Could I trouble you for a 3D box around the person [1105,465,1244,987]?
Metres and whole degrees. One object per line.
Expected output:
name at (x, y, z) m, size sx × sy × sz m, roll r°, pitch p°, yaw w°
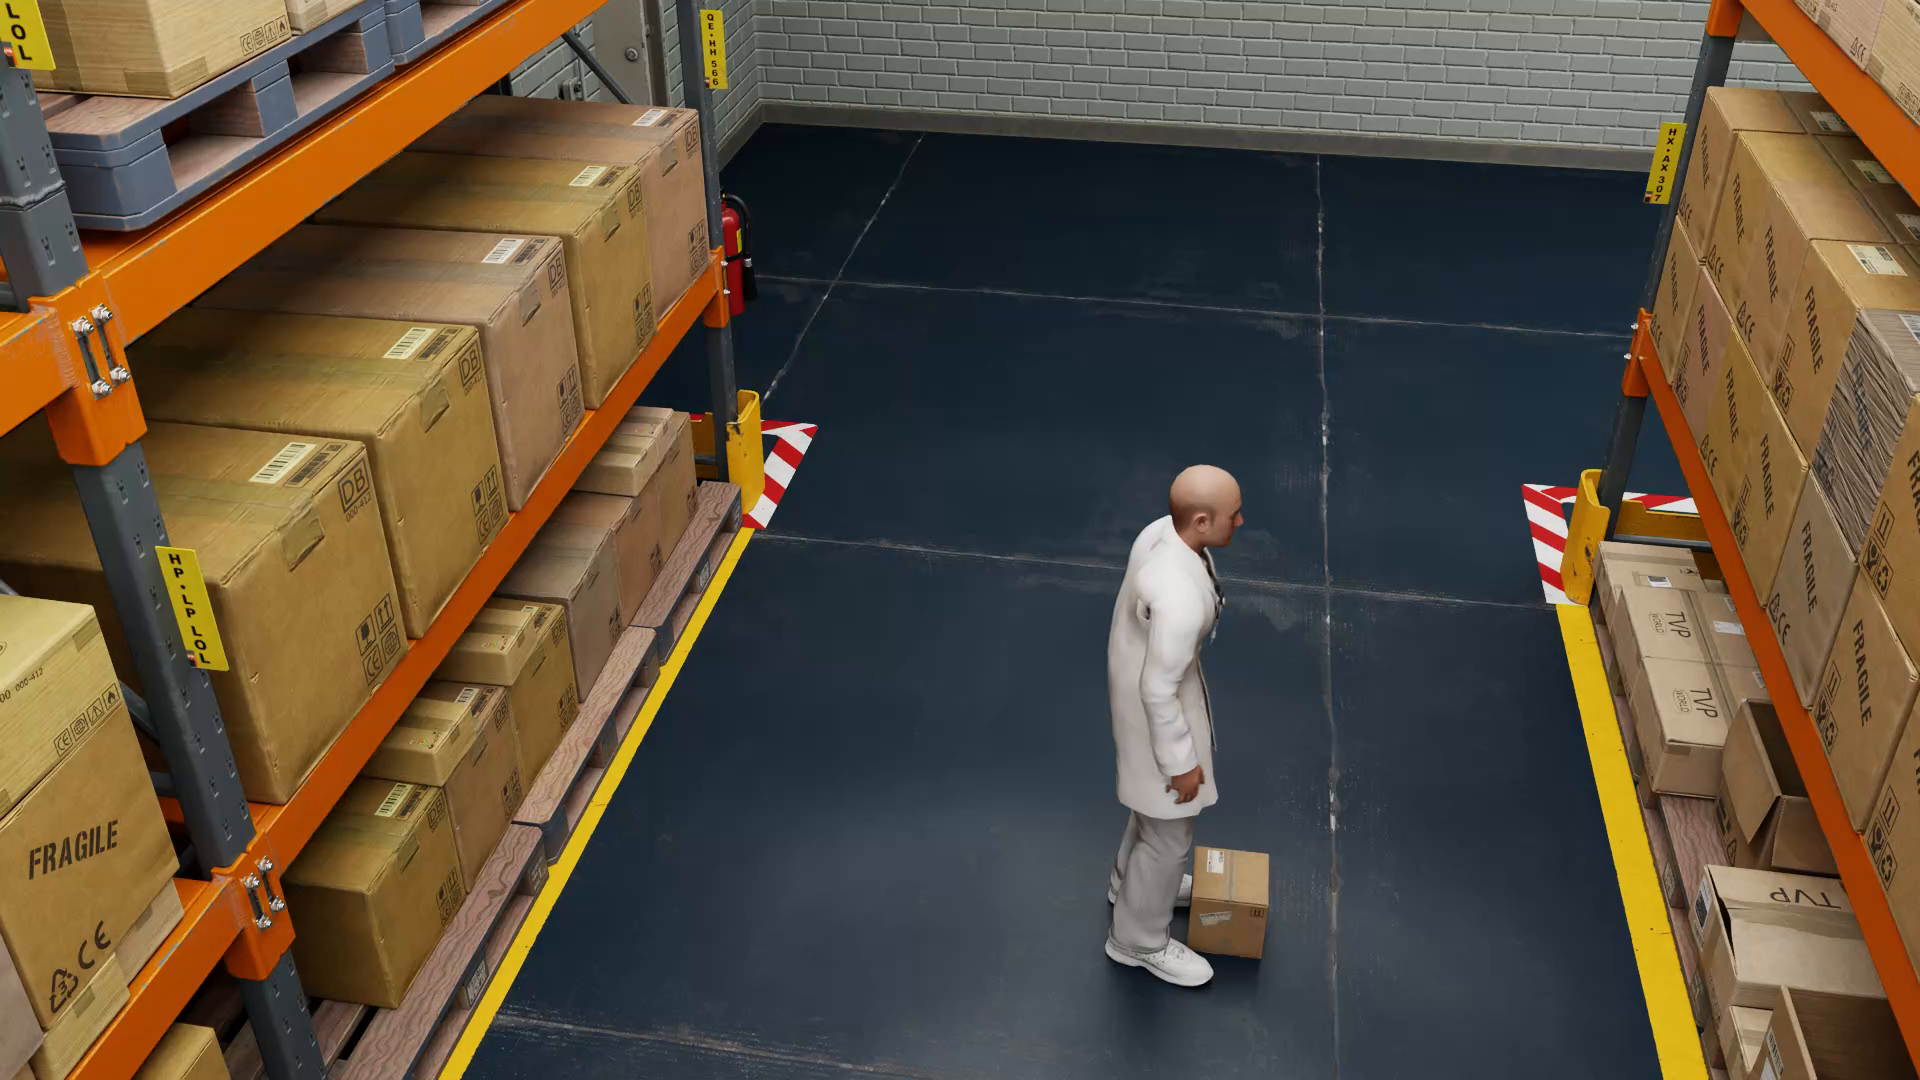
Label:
person at (0.667, 0.554, 5.263) m, size 0.420 × 1.775 × 0.654 m, roll 4°, pitch 32°, yaw 6°
